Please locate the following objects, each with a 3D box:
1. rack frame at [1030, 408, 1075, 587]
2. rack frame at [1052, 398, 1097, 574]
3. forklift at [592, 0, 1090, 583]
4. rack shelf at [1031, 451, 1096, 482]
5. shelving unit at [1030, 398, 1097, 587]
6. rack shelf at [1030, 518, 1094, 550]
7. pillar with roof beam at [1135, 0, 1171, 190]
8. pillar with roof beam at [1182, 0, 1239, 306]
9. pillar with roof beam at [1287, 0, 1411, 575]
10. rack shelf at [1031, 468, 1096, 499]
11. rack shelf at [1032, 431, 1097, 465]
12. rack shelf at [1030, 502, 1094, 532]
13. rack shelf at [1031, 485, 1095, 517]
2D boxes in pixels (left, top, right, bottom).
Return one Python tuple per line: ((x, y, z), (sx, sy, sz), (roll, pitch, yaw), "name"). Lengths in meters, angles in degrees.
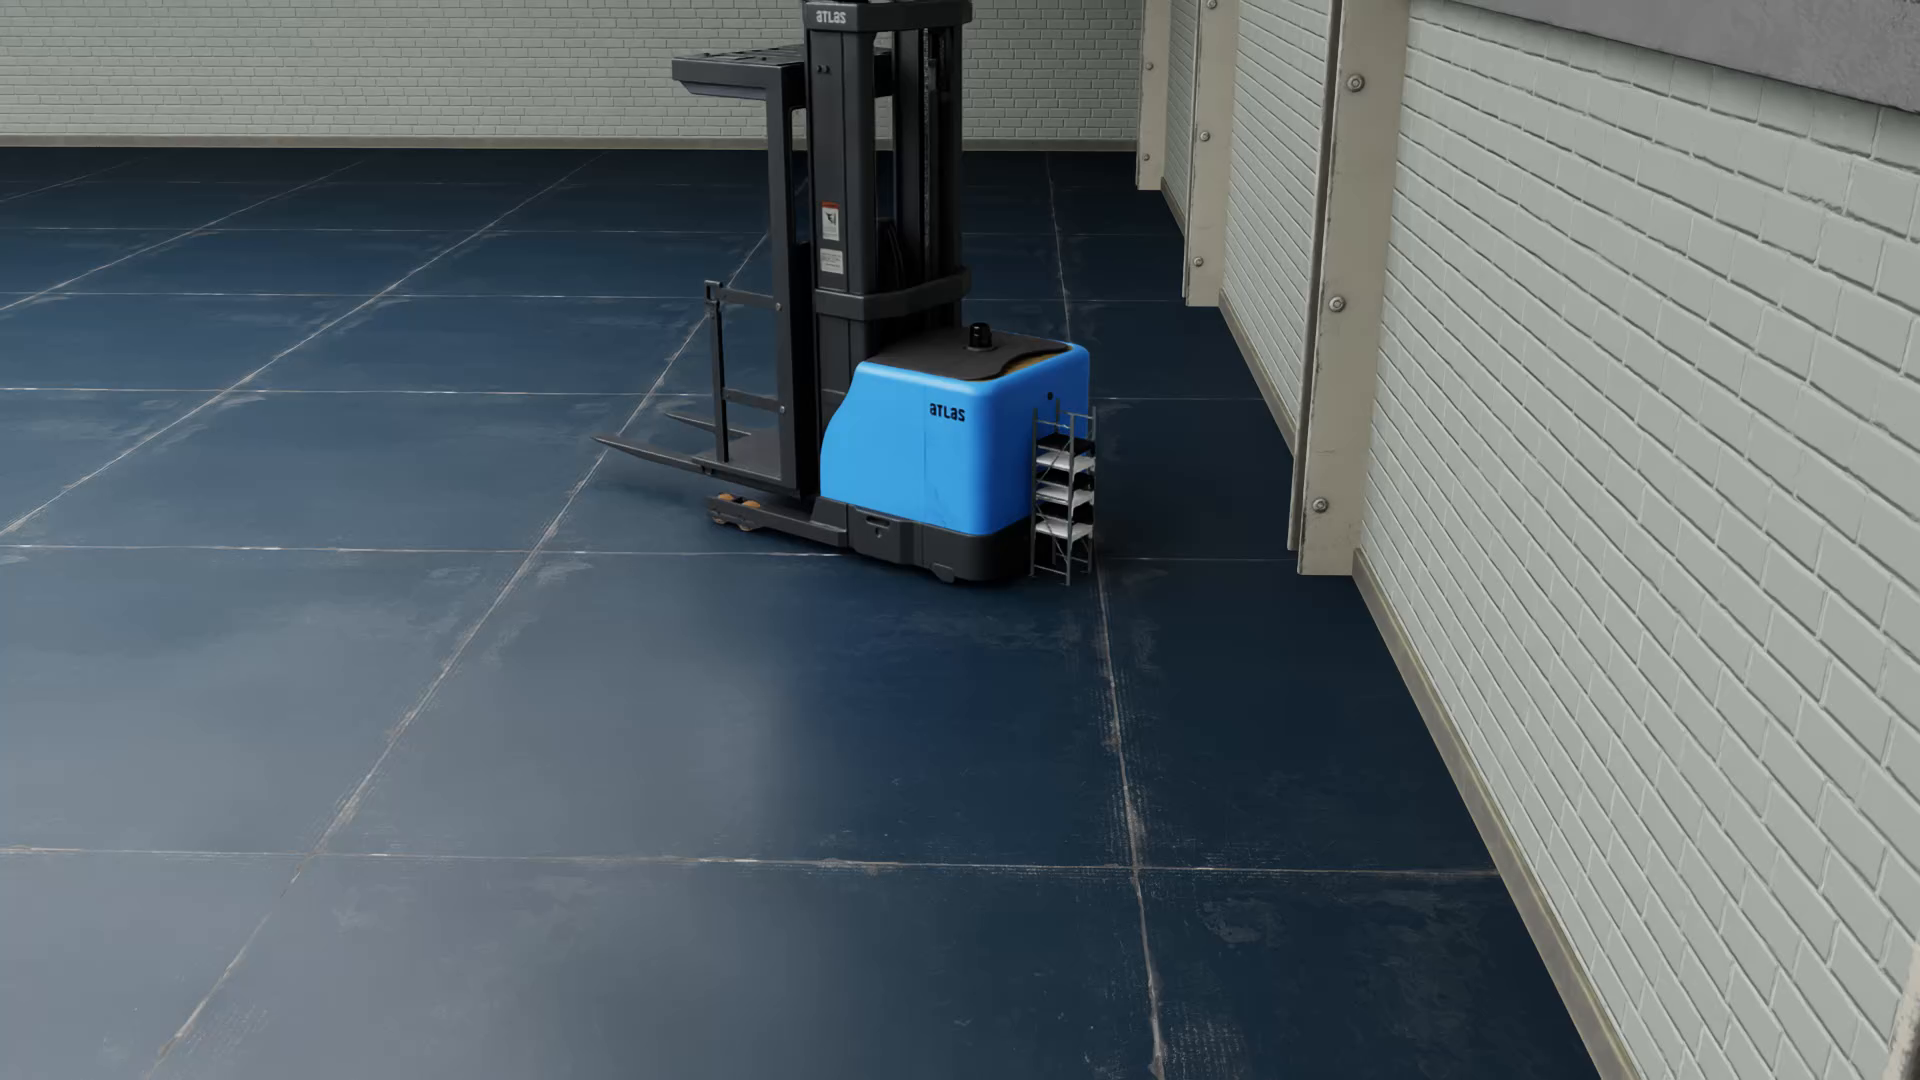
((0.460, -0.210, 8.324), (0.240, 0.900, 0.006), (15, 26, 33), "rack frame")
((0.580, -0.269, 8.477), (0.240, 0.900, 0.006), (15, 26, 33), "rack frame")
((-0.798, -1.553, 8.980), (3.031, 2.935, 1.130), (15, 26, 33), "forklift")
((0.520, -0.376, 8.347), (0.258, 0.077, 0.200), (15, 26, 33), "rack shelf")
((0.520, -0.239, 8.400), (0.258, 0.900, 0.210), (15, 26, 33), "shelving unit")
((0.520, -0.040, 8.478), (0.258, 0.077, 0.200), (15, 26, 33), "rack shelf")
((-2.032, -8.473, 18.426), (9.100, 9.000, 0.400), (1, 21, 2), "pillar with roof beam")
((-2.214, -6.304, 12.835), (9.100, 9.000, 0.400), (1, 21, 2), "pillar with roof beam")
((-2.397, -4.134, 7.244), (9.100, 9.000, 0.400), (1, 21, 2), "pillar with roof beam")
((0.520, -0.292, 8.380), (0.258, 0.077, 0.200), (15, 26, 33), "rack shelf")
((0.520, -0.460, 8.315), (0.258, 0.077, 0.200), (15, 26, 33), "rack shelf")
((0.520, -0.124, 8.445), (0.258, 0.077, 0.200), (15, 26, 33), "rack shelf")
((0.520, -0.208, 8.412), (0.258, 0.077, 0.200), (15, 26, 33), "rack shelf")
